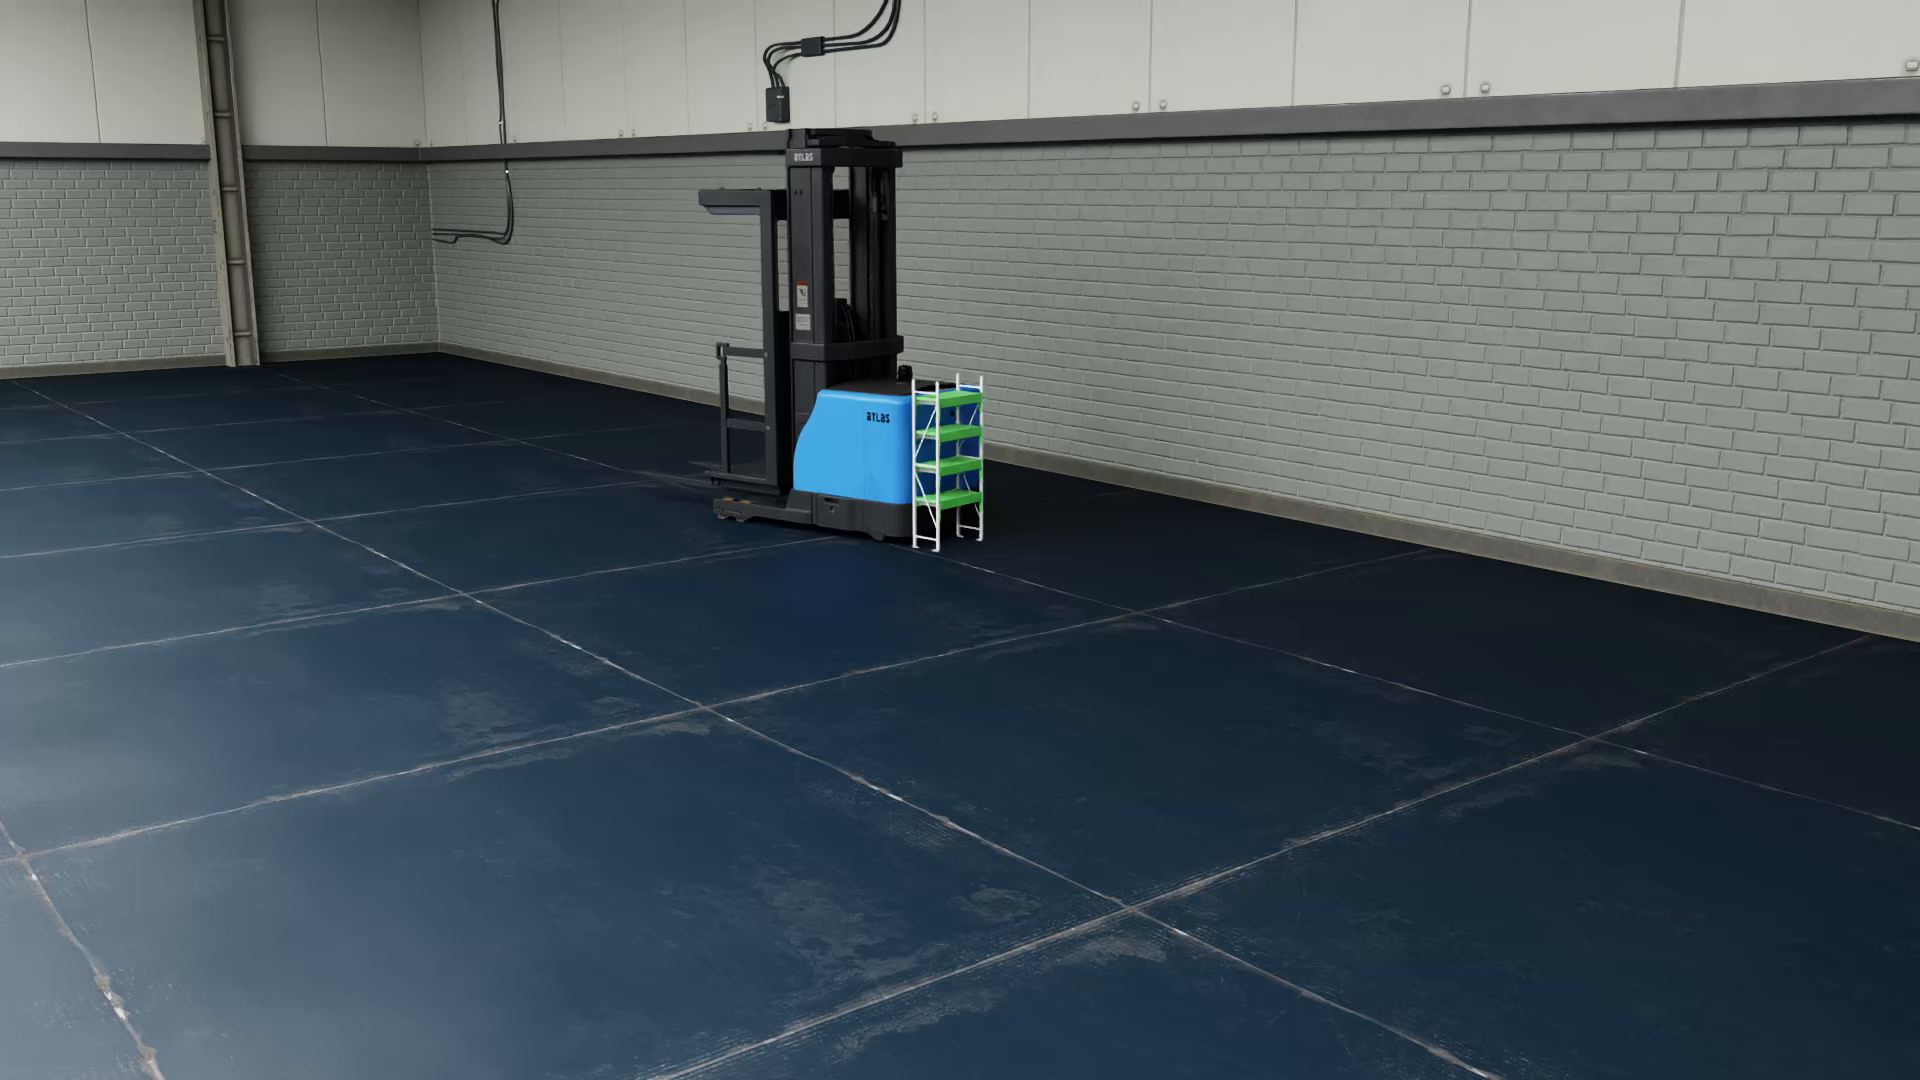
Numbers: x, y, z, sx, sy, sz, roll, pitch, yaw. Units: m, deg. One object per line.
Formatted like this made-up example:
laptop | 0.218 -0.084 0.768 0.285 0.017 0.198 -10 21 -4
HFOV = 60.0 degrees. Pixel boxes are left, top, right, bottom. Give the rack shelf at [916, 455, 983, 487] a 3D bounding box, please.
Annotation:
rack shelf | -0.085 -0.496 11.881 0.258 0.148 0.480 10 15 38

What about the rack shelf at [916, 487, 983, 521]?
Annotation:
rack shelf | -0.085 -0.261 11.931 0.258 0.148 0.480 10 15 38

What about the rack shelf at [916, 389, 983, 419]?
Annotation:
rack shelf | -0.085 -0.965 11.782 0.258 0.148 0.480 10 15 38

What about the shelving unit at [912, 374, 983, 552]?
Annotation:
shelving unit | -0.085 -0.558 11.868 0.258 1.200 0.503 10 15 38

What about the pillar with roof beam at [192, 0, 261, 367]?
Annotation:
pillar with roof beam | -7.679 -6.236 19.830 0.400 9.000 9.100 -9 15 -38

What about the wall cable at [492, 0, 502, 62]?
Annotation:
wall cable | -5.552 -7.614 21.640 0.112 2.526 3.097 -9 15 -38

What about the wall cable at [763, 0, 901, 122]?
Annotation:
wall cable | -1.324 -7.223 16.294 0.169 6.003 2.305 -9 15 -38

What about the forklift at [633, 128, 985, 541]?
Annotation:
forklift | -1.293 -1.649 12.836 3.031 2.935 1.130 9 15 36

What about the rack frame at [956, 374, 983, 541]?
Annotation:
rack frame | 0.070 -0.597 12.053 0.240 1.200 0.015 10 15 38

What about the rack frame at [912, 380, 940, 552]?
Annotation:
rack frame | -0.239 -0.519 11.684 0.240 1.200 0.015 10 15 38

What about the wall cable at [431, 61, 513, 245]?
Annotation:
wall cable | -7.242 -5.583 24.231 0.112 2.526 3.097 -9 15 -38

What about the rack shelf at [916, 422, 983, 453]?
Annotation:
rack shelf | -0.085 -0.730 11.832 0.258 0.148 0.480 10 15 38
